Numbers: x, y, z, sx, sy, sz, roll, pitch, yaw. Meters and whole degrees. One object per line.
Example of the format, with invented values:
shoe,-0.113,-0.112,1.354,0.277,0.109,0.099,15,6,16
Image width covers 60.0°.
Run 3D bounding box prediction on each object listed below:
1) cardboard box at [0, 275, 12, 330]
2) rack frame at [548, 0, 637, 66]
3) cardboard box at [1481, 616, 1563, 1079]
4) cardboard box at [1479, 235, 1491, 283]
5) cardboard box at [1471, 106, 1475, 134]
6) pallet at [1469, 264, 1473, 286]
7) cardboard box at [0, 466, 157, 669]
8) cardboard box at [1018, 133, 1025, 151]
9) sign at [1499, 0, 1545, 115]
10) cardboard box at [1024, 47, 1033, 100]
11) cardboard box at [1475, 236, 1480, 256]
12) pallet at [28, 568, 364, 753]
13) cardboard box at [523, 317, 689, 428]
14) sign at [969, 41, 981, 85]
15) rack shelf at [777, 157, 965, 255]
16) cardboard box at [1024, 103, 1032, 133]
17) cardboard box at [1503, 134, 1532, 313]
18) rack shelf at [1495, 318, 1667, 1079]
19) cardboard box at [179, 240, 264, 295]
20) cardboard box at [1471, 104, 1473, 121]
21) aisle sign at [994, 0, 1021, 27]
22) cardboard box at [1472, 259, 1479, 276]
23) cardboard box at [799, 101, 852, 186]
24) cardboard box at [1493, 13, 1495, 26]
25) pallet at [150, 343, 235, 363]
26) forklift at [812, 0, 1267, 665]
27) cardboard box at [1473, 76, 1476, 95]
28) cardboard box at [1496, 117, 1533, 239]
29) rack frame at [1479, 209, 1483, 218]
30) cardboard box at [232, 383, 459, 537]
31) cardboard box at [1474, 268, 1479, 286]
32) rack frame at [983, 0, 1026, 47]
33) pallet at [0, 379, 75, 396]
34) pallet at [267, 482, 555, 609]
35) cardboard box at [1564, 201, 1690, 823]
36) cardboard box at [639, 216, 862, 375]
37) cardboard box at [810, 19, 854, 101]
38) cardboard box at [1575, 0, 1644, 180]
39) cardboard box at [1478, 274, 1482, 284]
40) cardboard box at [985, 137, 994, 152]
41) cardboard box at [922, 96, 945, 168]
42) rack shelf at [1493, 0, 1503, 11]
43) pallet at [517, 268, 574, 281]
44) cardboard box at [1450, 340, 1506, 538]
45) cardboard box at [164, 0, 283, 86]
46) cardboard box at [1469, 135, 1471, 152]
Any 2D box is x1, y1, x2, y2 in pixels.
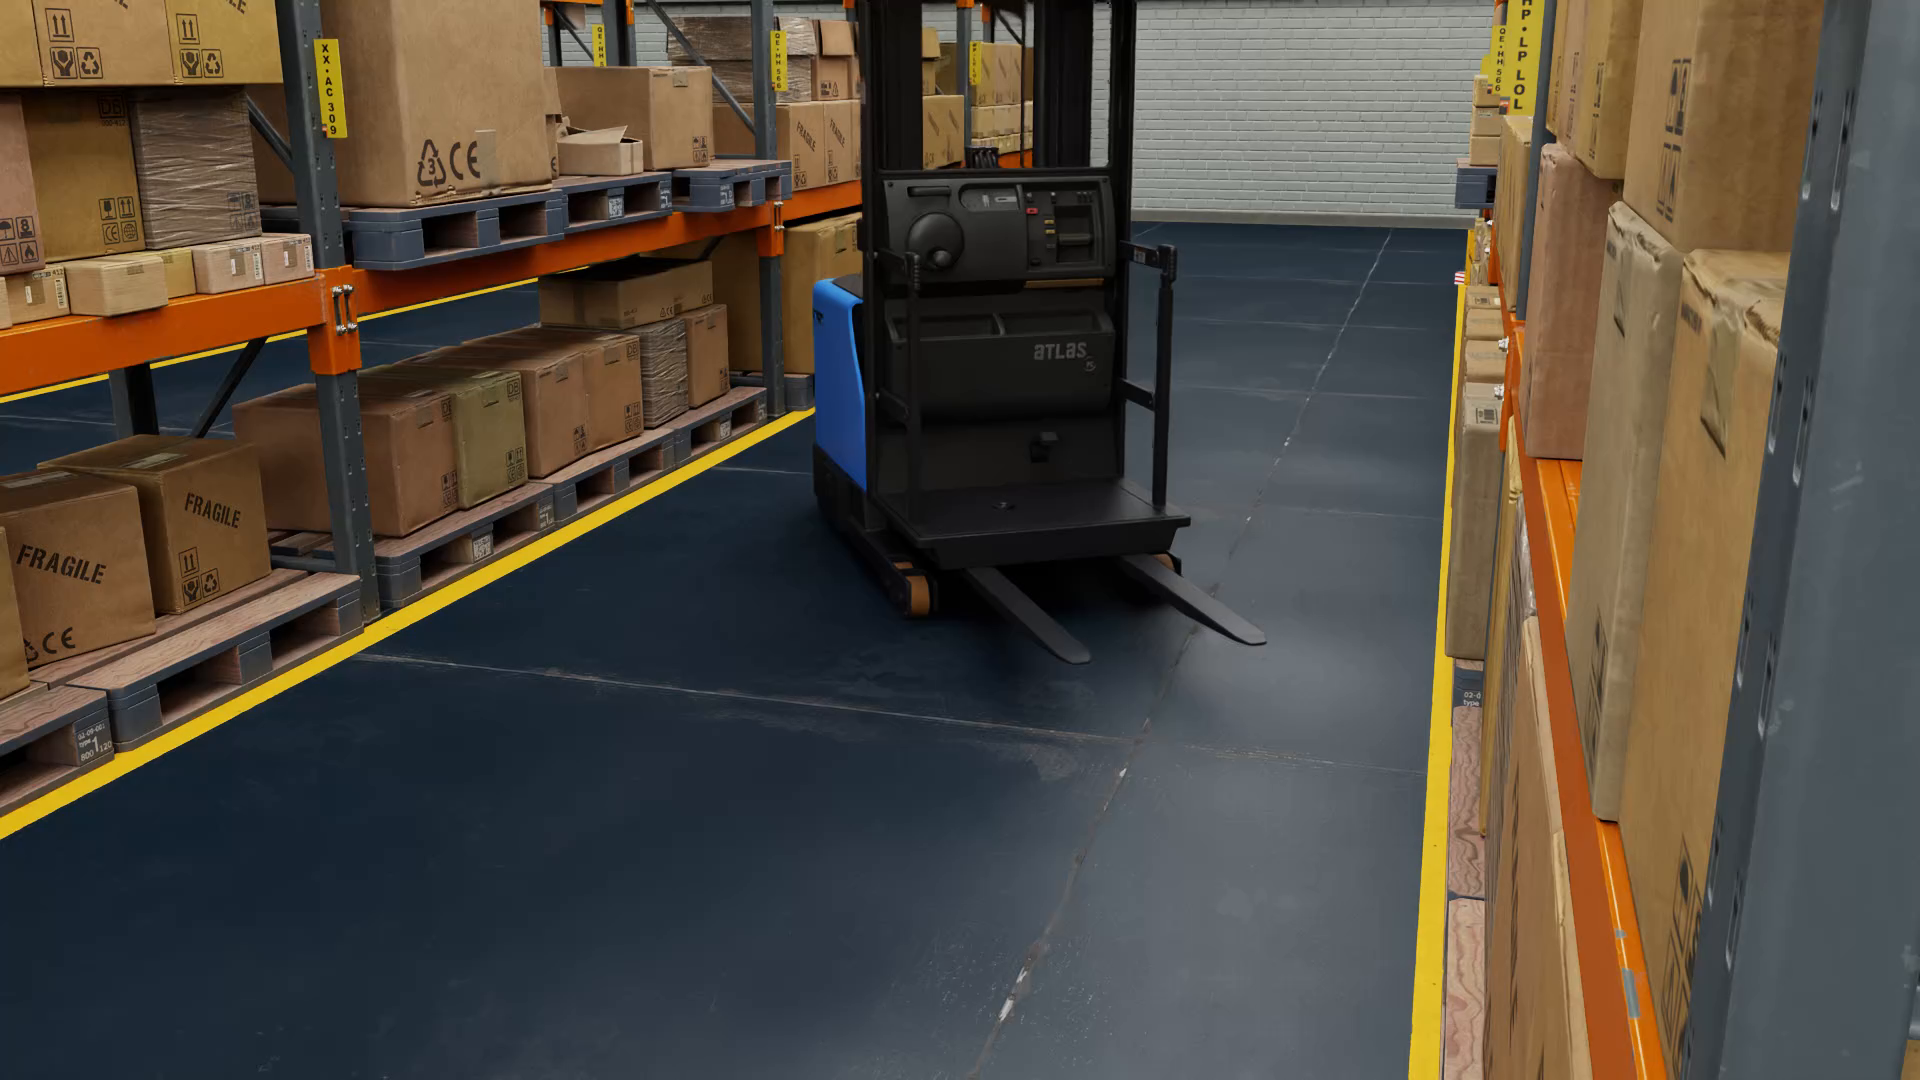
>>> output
cardboard box,-2.863,-0.646,4.569,0.380,0.149,0.250,5,16,16
rack frame,-4.019,-4.692,18.376,1.000,3.000,0.127,5,16,16
cardboard box,1.287,0.696,2.503,0.875,0.875,0.875,4,16,15
cardboard box,3.558,-1.765,10.494,0.500,0.250,0.500,5,17,18
cardboard box,2.961,-2.263,8.956,0.380,0.149,0.250,5,17,18
pallet,5.170,-2.326,15.143,1.003,0.211,1.213,5,16,16
cardboard box,-2.988,0.084,5.348,0.500,0.500,0.500,11,19,33
cardboard box,0.364,-3.532,14.744,0.380,0.149,0.250,5,17,17
sign,1.523,-1.316,4.496,0.100,0.325,0.005,5,16,16
cardboard box,0.843,-4.592,16.378,0.500,0.500,0.500,5,17,17
cardboard box,4.471,-2.428,13.756,0.380,0.149,0.250,4,16,14
pallet,-2.838,0.351,5.704,1.003,0.211,1.213,5,16,16
cardboard box,-1.861,-0.901,8.785,0.700,0.500,0.500,3,16,11
sign,0.116,-3.741,13.045,0.100,0.325,0.005,5,16,16
rack shelf,-0.976,-2.392,11.585,1.077,0.370,4.000,5,16,16
cardboard box,0.413,-3.829,15.063,0.500,0.250,0.500,5,16,16
cardboard box,1.938,-0.963,5.044,0.500,0.500,0.500,5,16,16
rack shelf,1.478,0.112,2.757,1.077,0.370,4.000,5,16,16
cardboard box,-2.540,-0.904,5.481,0.380,0.149,0.250,5,16,16
cardboard box,3.548,-2.804,10.864,0.380,0.149,0.250,4,16,13
aisle sign,0.462,-5.601,16.815,0.394,0.787,0.004,5,16,16
cardboard box,4.763,-2.417,14.808,0.380,0.149,0.250,5,17,17
cardboard box,-1.001,-2.505,10.479,0.500,0.500,0.500,4,16,14
cardboard box,4.626,-4.072,13.628,0.500,0.500,0.500,4,16,14
pallet,-6.109,-1.467,12.116,1.003,0.211,1.213,5,16,16
forklift,0.227,-1.234,6.308,1.130,2.935,3.031,-5,17,-16
cardboard box,3.400,-2.812,10.348,0.380,0.149,0.250,5,17,18
cardboard box,2.511,-1.491,6.905,0.500,0.500,0.500,5,16,16
rack frame,5.456,-3.897,15.572,1.000,3.000,0.127,5,16,16
cardboard box,-2.486,-0.337,6.795,0.700,0.500,0.500,3,16,12
cardboard box,4.169,-2.003,12.804,0.380,0.149,0.250,4,16,13
rack frame,0.729,-4.308,17.022,1.000,3.000,0.127,5,16,16
pallet,-6.550,-1.058,10.673,1.003,0.211,1.213,5,16,16
pallet,-2.461,-0.031,7.052,1.003,0.211,1.213,5,16,16
cardboard box,1.107,-0.030,1.662,0.875,0.550,0.550,5,16,16
cardboard box,-1.328,-1.574,10.506,1.225,0.875,0.875,4,16,13
cardboard box,-1.133,-3.106,10.762,0.797,0.503,0.637,5,17,17
cardboard box,1.435,-0.833,2.514,0.875,0.550,0.500,5,16,16
cardboard box,3.706,-1.539,11.069,0.500,0.500,0.500,5,17,18
cardboard box,0.070,-3.261,13.791,0.380,0.149,0.250,4,16,14
cardboard box,-0.426,-3.037,12.358,0.500,0.500,0.500,5,17,18
rack shelf,4.888,-4.471,13.416,1.077,0.370,4.000,5,16,16
pallet,-4.639,-2.820,16.884,1.003,0.211,1.213,5,16,16
cardboard box,2.414,-0.299,6.239,1.050,0.750,0.750,5,16,16
cardboard box,-2.545,-1.702,5.272,0.500,0.500,0.500,5,16,16
cardboard box,3.176,-2.318,9.694,0.380,0.149,0.250,4,16,13
